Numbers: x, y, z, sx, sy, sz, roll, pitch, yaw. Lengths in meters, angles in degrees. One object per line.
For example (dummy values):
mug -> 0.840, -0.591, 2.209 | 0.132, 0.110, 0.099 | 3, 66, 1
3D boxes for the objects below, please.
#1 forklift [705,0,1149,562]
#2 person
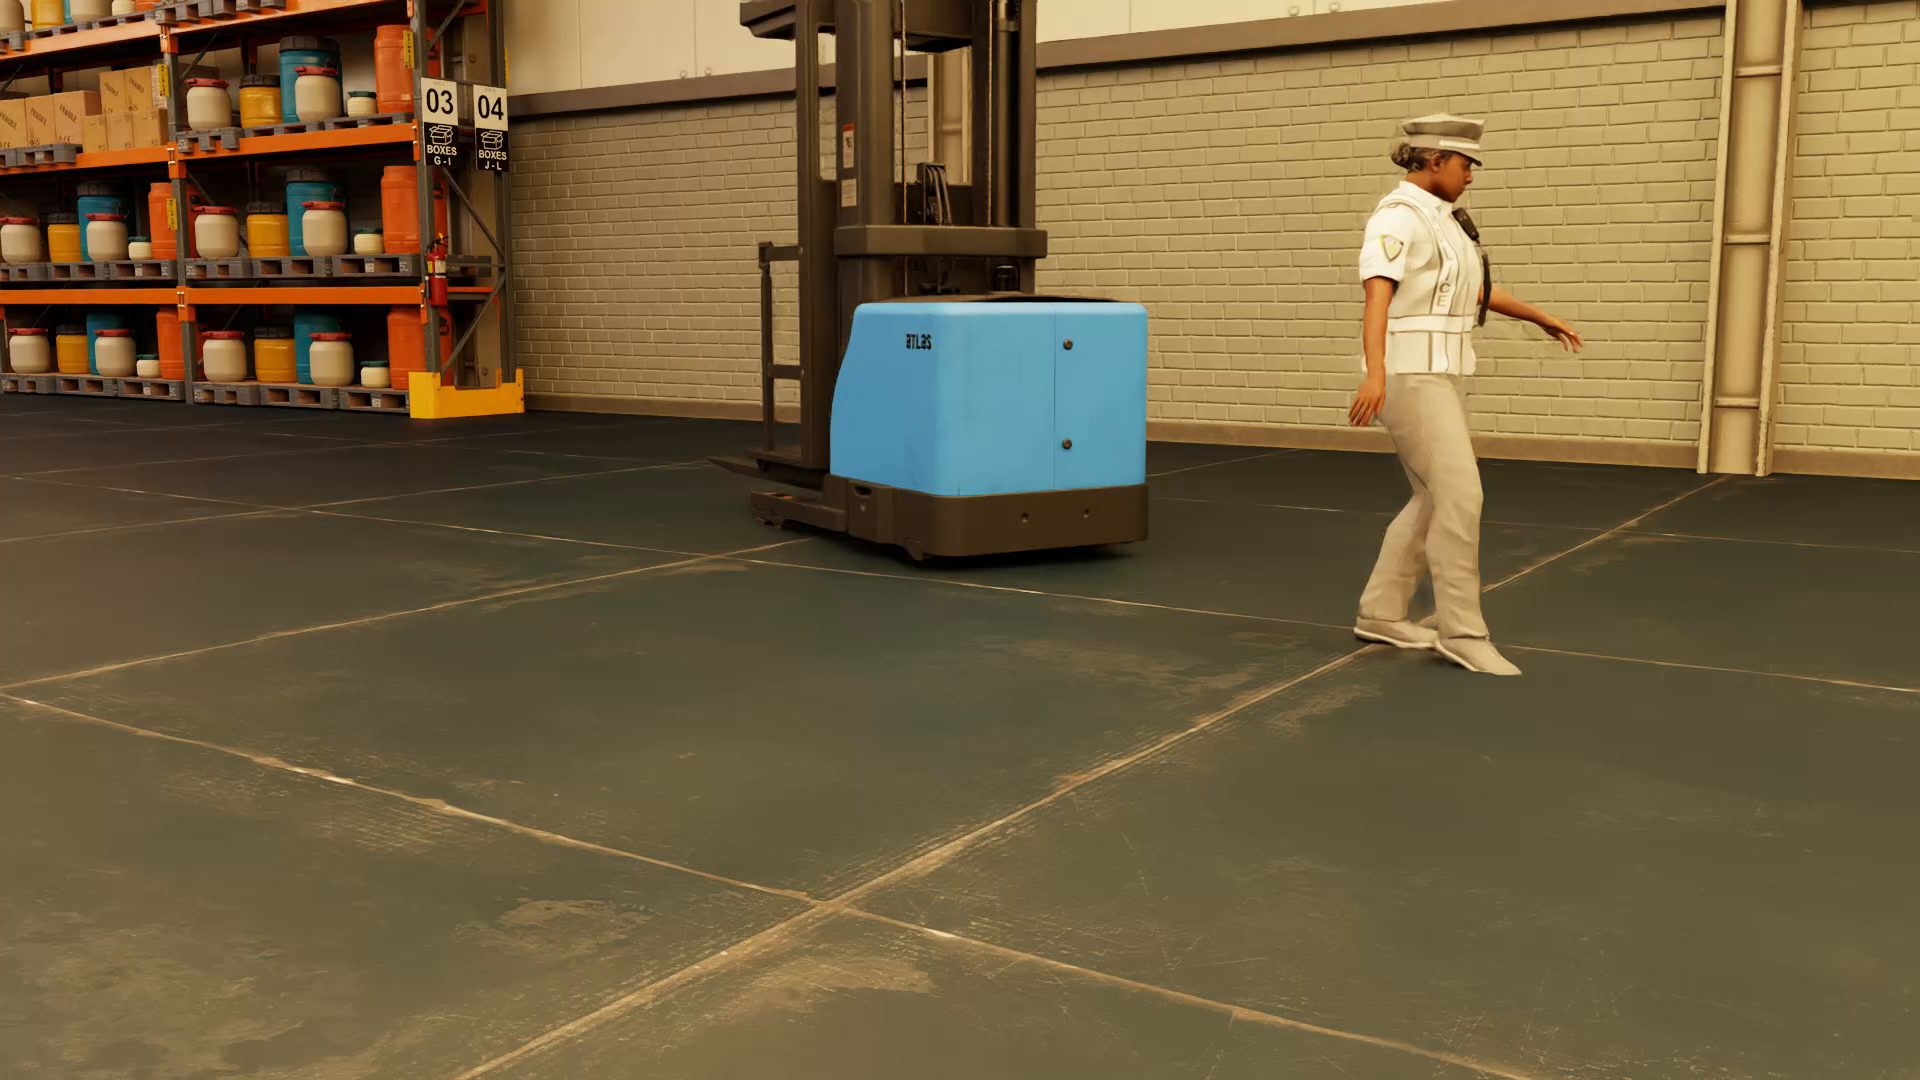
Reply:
forklift -> -0.368, -1.529, 7.948 | 1.130, 2.935, 3.031 | -5, 9, -30
person -> 1.474, -0.431, 5.013 | 0.614, 1.681, 0.915 | 6, 10, 35
